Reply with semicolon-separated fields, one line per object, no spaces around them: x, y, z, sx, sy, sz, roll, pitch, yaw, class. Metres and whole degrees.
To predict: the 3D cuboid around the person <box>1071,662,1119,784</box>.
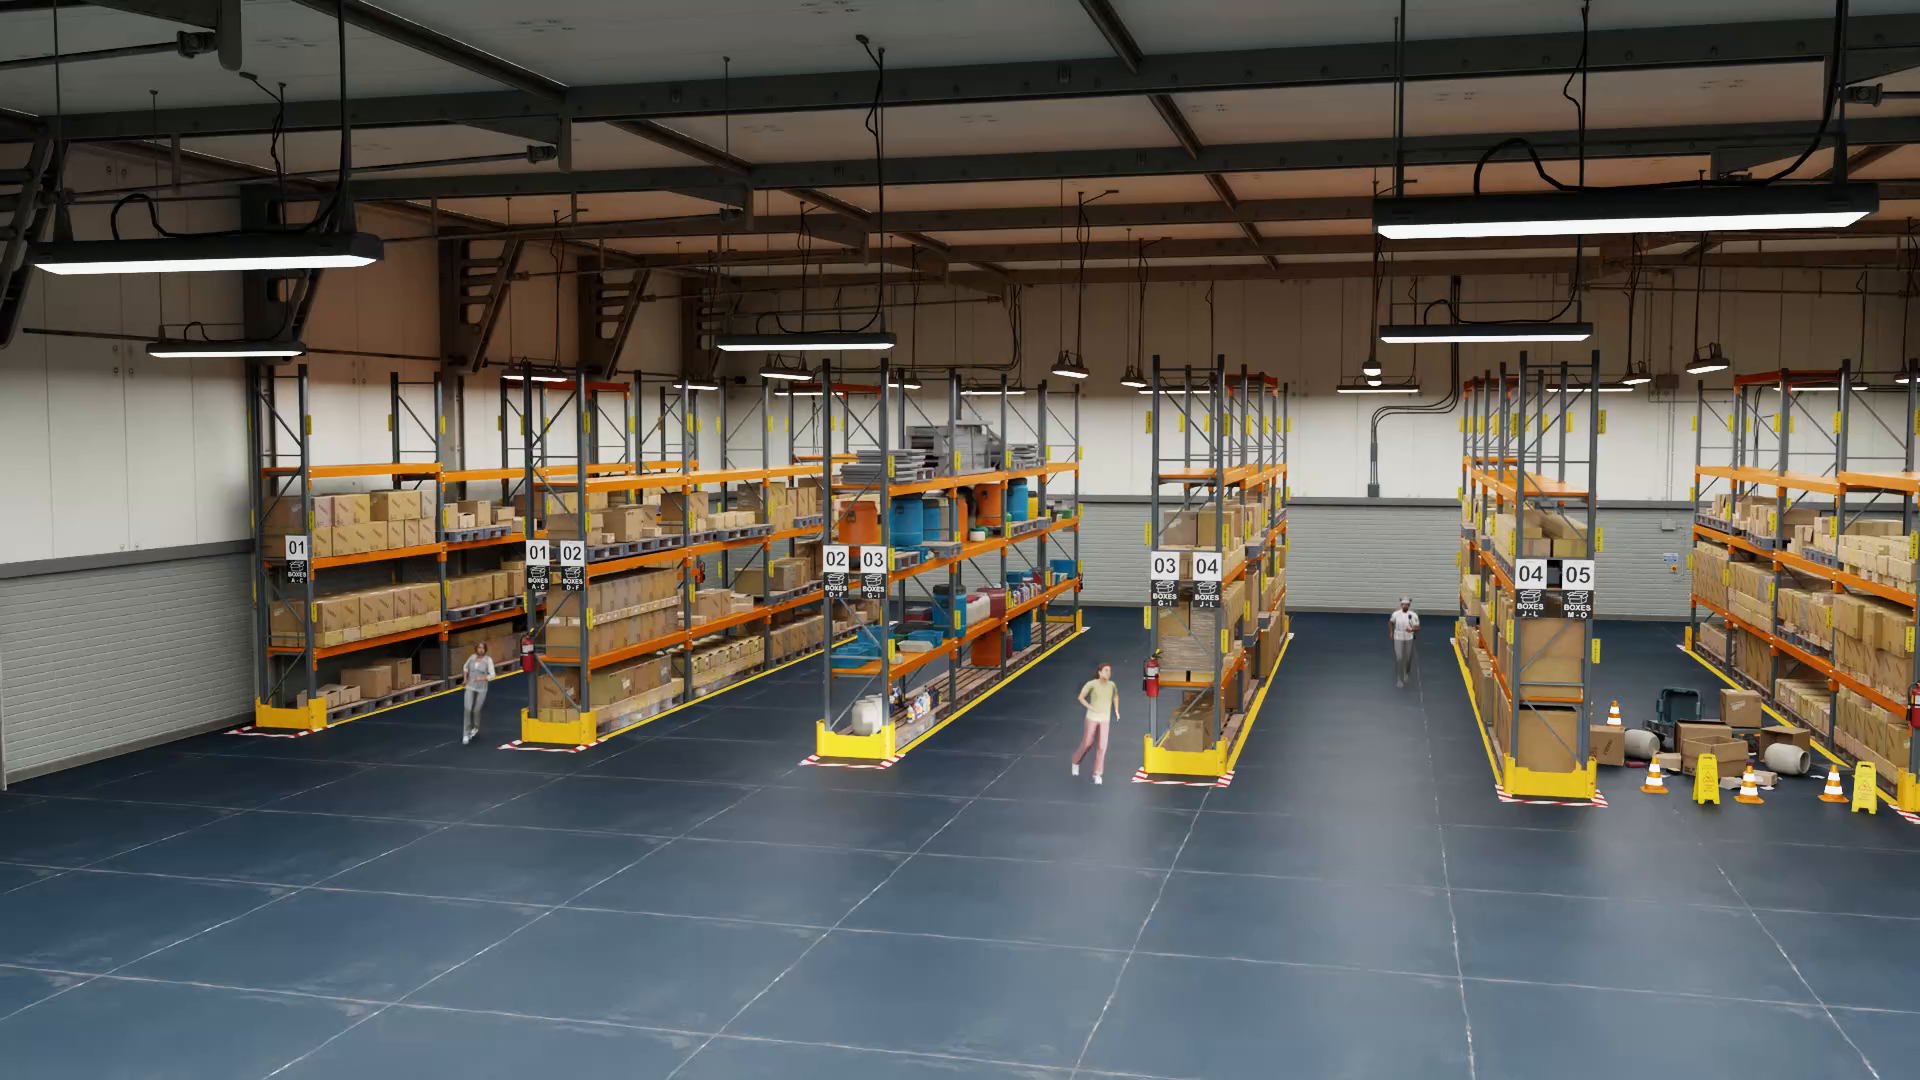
1.982;2.544;23.464;0.639;1.652;0.879;-1;4;-17;person

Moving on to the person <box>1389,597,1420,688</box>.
8.538;1.934;31.964;0.580;1.706;0.913;1;4;15;person

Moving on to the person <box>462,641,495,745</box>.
-7.624;2.402;26.363;0.525;1.620;0.699;-1;4;-10;person
